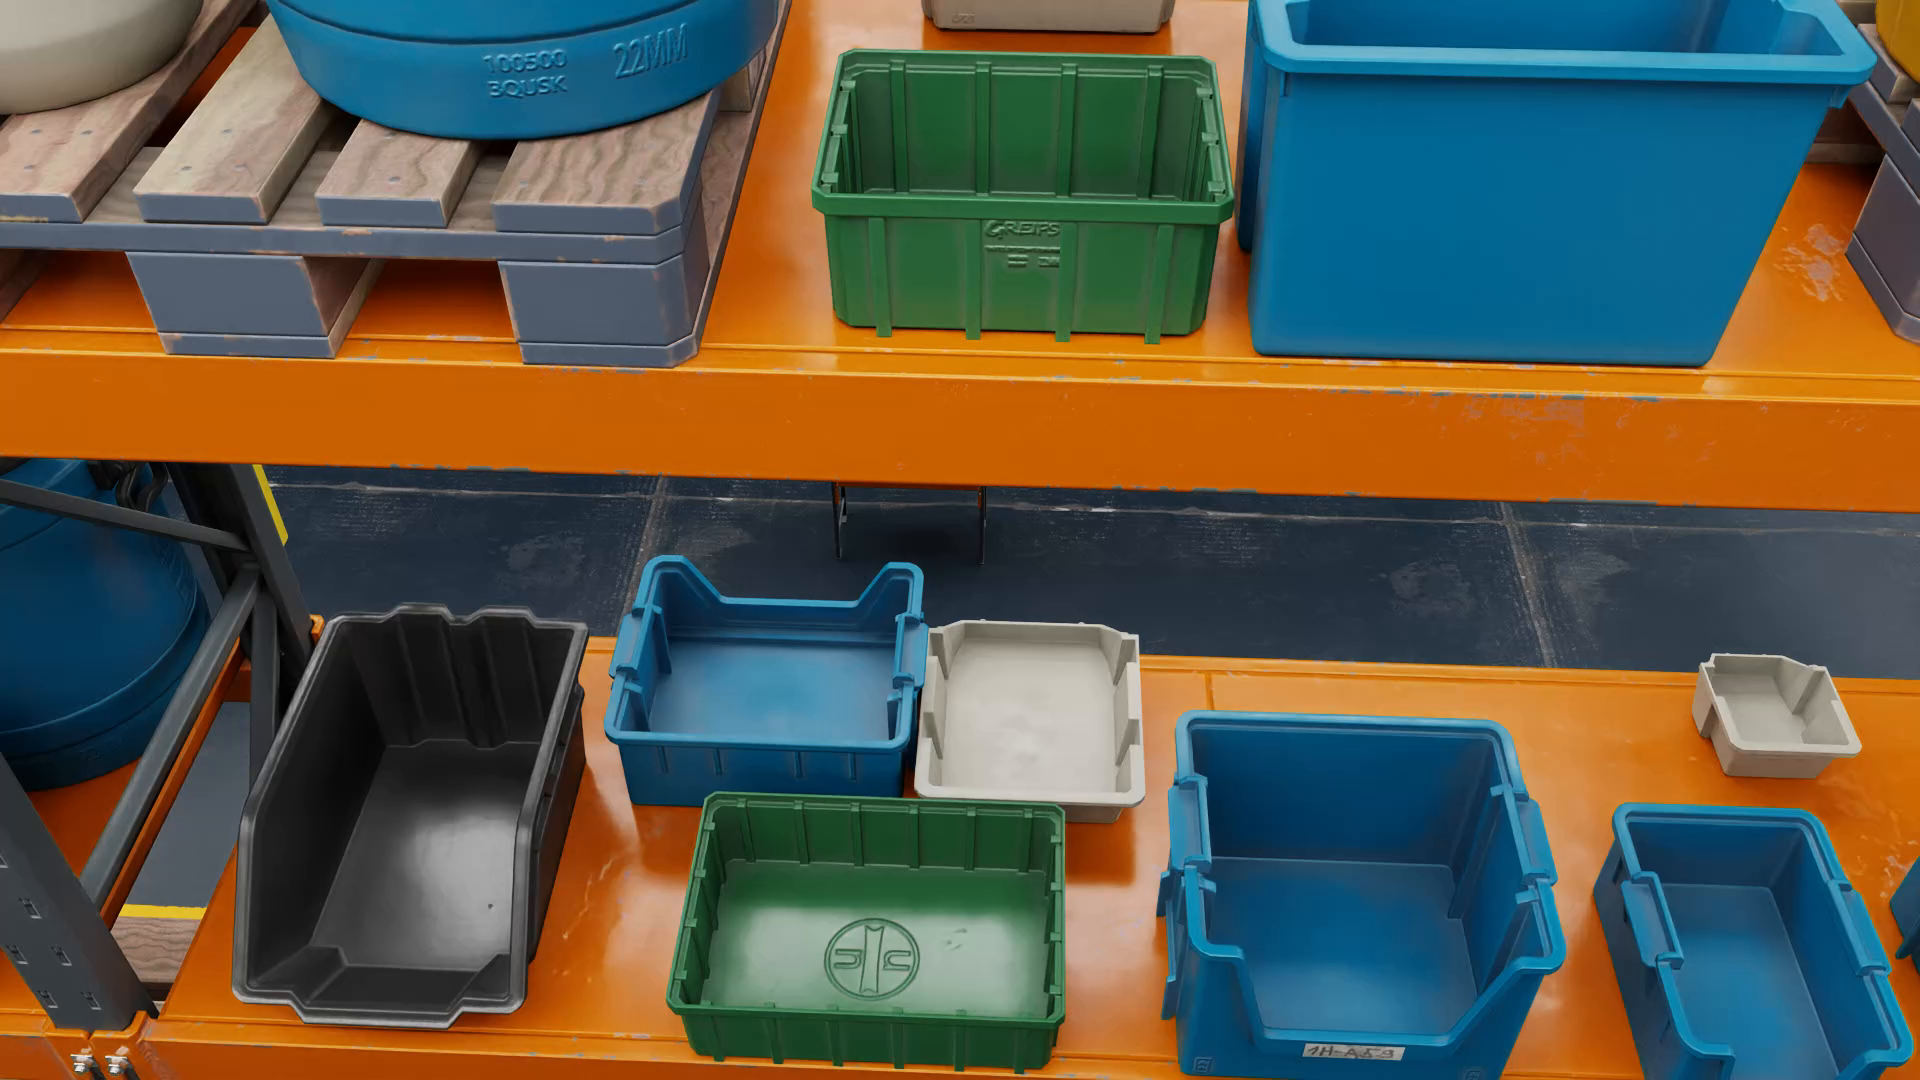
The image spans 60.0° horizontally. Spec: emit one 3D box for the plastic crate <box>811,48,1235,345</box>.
[{"bbox_3d":[0.073,-0.403,1.936,0.450,0.188,0.336,2,43,2],"label":"plastic crate"}]

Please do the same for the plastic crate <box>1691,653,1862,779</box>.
[{"bbox_3d":[1.625,0.356,3.360,0.250,0.136,0.298,2,43,2],"label":"plastic crate"}]

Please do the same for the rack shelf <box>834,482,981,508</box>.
[{"bbox_3d":[-0.165,-0.250,5.528,0.480,0.148,0.258,2,43,2],"label":"rack shelf"}]

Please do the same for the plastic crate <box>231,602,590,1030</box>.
[{"bbox_3d":[-0.974,0.509,3.049,0.504,0.338,0.767,2,43,2],"label":"plastic crate"}]

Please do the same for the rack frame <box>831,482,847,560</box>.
[{"bbox_3d":[-0.409,-0.452,5.355,0.015,1.200,0.240,2,43,2],"label":"rack frame"}]

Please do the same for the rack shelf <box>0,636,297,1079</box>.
[{"bbox_3d":[-3.489,0.585,3.449,4.000,0.370,1.077,2,43,2],"label":"rack shelf"}]

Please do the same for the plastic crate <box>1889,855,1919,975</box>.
[{"bbox_3d":[1.991,0.749,2.854,0.616,0.251,0.499,2,43,2],"label":"plastic crate"}]

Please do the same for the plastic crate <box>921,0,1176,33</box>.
[{"bbox_3d":[0.130,-0.844,2.448,0.396,0.136,0.243,2,43,2],"label":"plastic crate"}]

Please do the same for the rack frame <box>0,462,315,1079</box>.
[{"bbox_3d":[-1.491,0.384,3.138,0.127,3.000,1.000,2,43,2],"label":"rack frame"}]

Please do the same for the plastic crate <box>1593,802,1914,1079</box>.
[{"bbox_3d":[1.343,0.725,2.880,0.408,0.251,0.499,2,43,2],"label":"plastic crate"}]

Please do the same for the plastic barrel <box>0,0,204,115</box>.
[{"bbox_3d":[-1.070,-0.762,1.776,0.421,0.512,0.421,0,43,0],"label":"plastic barrel"}]

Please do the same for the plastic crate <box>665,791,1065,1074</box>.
[{"bbox_3d":[-0.148,0.695,2.959,0.662,0.188,0.450,2,43,2],"label":"plastic crate"}]

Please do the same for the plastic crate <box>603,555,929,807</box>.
[{"bbox_3d":[-0.374,0.287,3.350,0.616,0.251,0.499,2,43,2],"label":"plastic crate"}]

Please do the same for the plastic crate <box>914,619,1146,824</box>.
[{"bbox_3d":[0.142,0.357,3.359,0.437,0.136,0.530,2,43,2],"label":"plastic crate"}]

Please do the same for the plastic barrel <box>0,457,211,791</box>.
[{"bbox_3d":[-1.864,-0.018,3.201,0.708,0.901,0.600,2,43,2],"label":"plastic barrel"}]

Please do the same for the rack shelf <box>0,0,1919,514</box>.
[{"bbox_3d":[0.507,-0.389,2.295,4.000,0.370,1.077,2,43,2],"label":"rack shelf"}]

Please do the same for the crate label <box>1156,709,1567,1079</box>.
[{"bbox_3d":[0.654,0.621,2.857,0.616,0.435,0.502,2,43,2],"label":"crate label"}]

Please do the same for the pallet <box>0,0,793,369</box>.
[{"bbox_3d":[-0.766,-0.689,2.227,1.003,0.211,1.213,2,43,2],"label":"pallet"}]

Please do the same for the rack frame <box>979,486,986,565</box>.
[{"bbox_3d":[0.078,-0.437,5.338,0.015,1.200,0.240,2,43,2],"label":"rack frame"}]

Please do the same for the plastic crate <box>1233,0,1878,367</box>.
[{"bbox_3d":[0.586,-0.439,1.832,0.575,0.384,0.392,2,43,2],"label":"plastic crate"}]

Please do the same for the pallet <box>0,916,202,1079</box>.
[{"bbox_3d":[-2.278,1.406,4.086,1.213,0.211,1.003,2,43,2],"label":"pallet"}]

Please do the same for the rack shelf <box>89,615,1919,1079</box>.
[{"bbox_3d":[0.507,0.708,3.317,4.000,0.370,1.077,2,43,2],"label":"rack shelf"}]

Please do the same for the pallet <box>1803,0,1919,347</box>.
[{"bbox_3d":[1.682,-0.614,2.147,1.213,0.211,1.003,2,43,2],"label":"pallet"}]

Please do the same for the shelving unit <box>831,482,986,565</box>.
[{"bbox_3d":[-0.165,-0.444,5.346,0.503,1.200,0.258,2,43,2],"label":"shelving unit"}]

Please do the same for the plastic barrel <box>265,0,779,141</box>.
[{"bbox_3d":[-0.502,-0.948,1.690,0.708,0.901,0.600,2,43,2],"label":"plastic barrel"}]

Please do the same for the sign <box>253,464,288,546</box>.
[{"bbox_3d":[-1.456,-0.092,3.445,0.005,0.325,0.100,2,43,2],"label":"sign"}]
